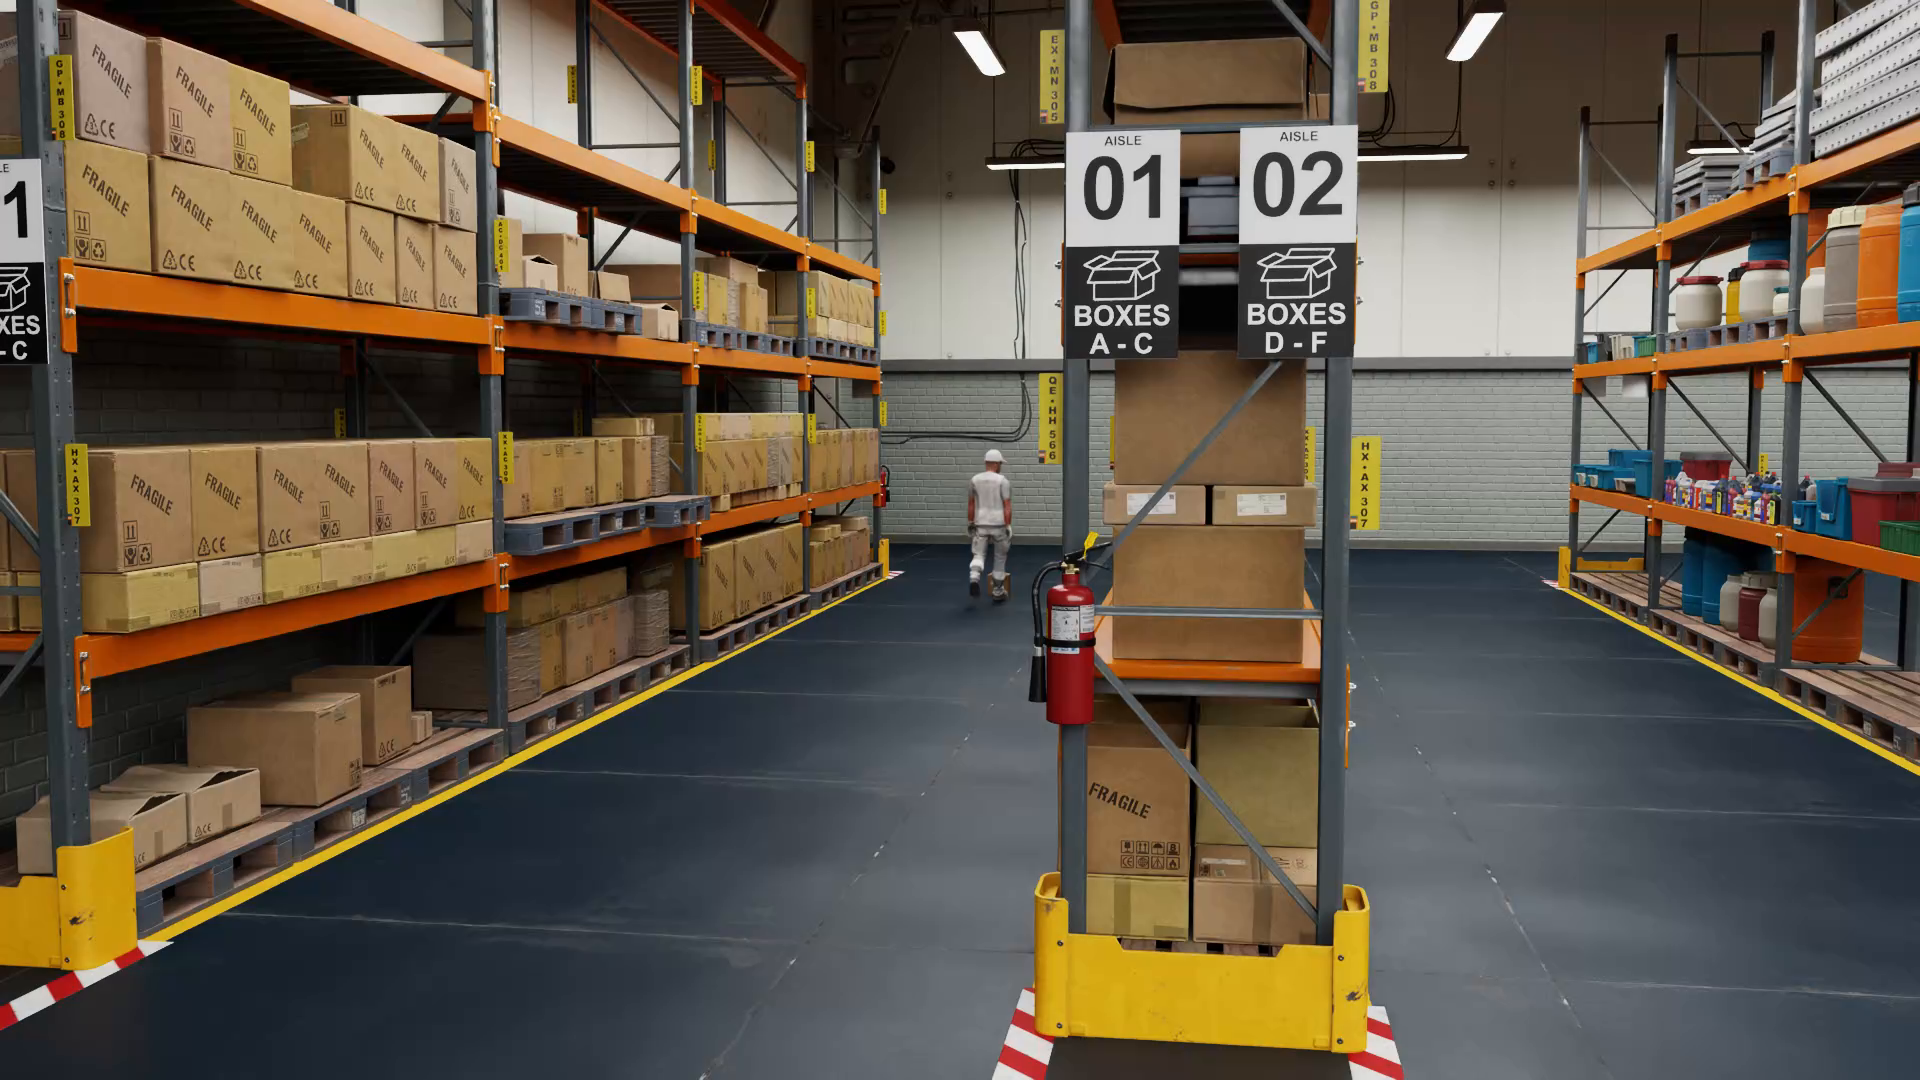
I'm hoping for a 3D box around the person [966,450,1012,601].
[{"bbox_3d":[0.341,-0.160,19.344,0.596,1.772,0.840,2,5,19],"label":"person"}]
